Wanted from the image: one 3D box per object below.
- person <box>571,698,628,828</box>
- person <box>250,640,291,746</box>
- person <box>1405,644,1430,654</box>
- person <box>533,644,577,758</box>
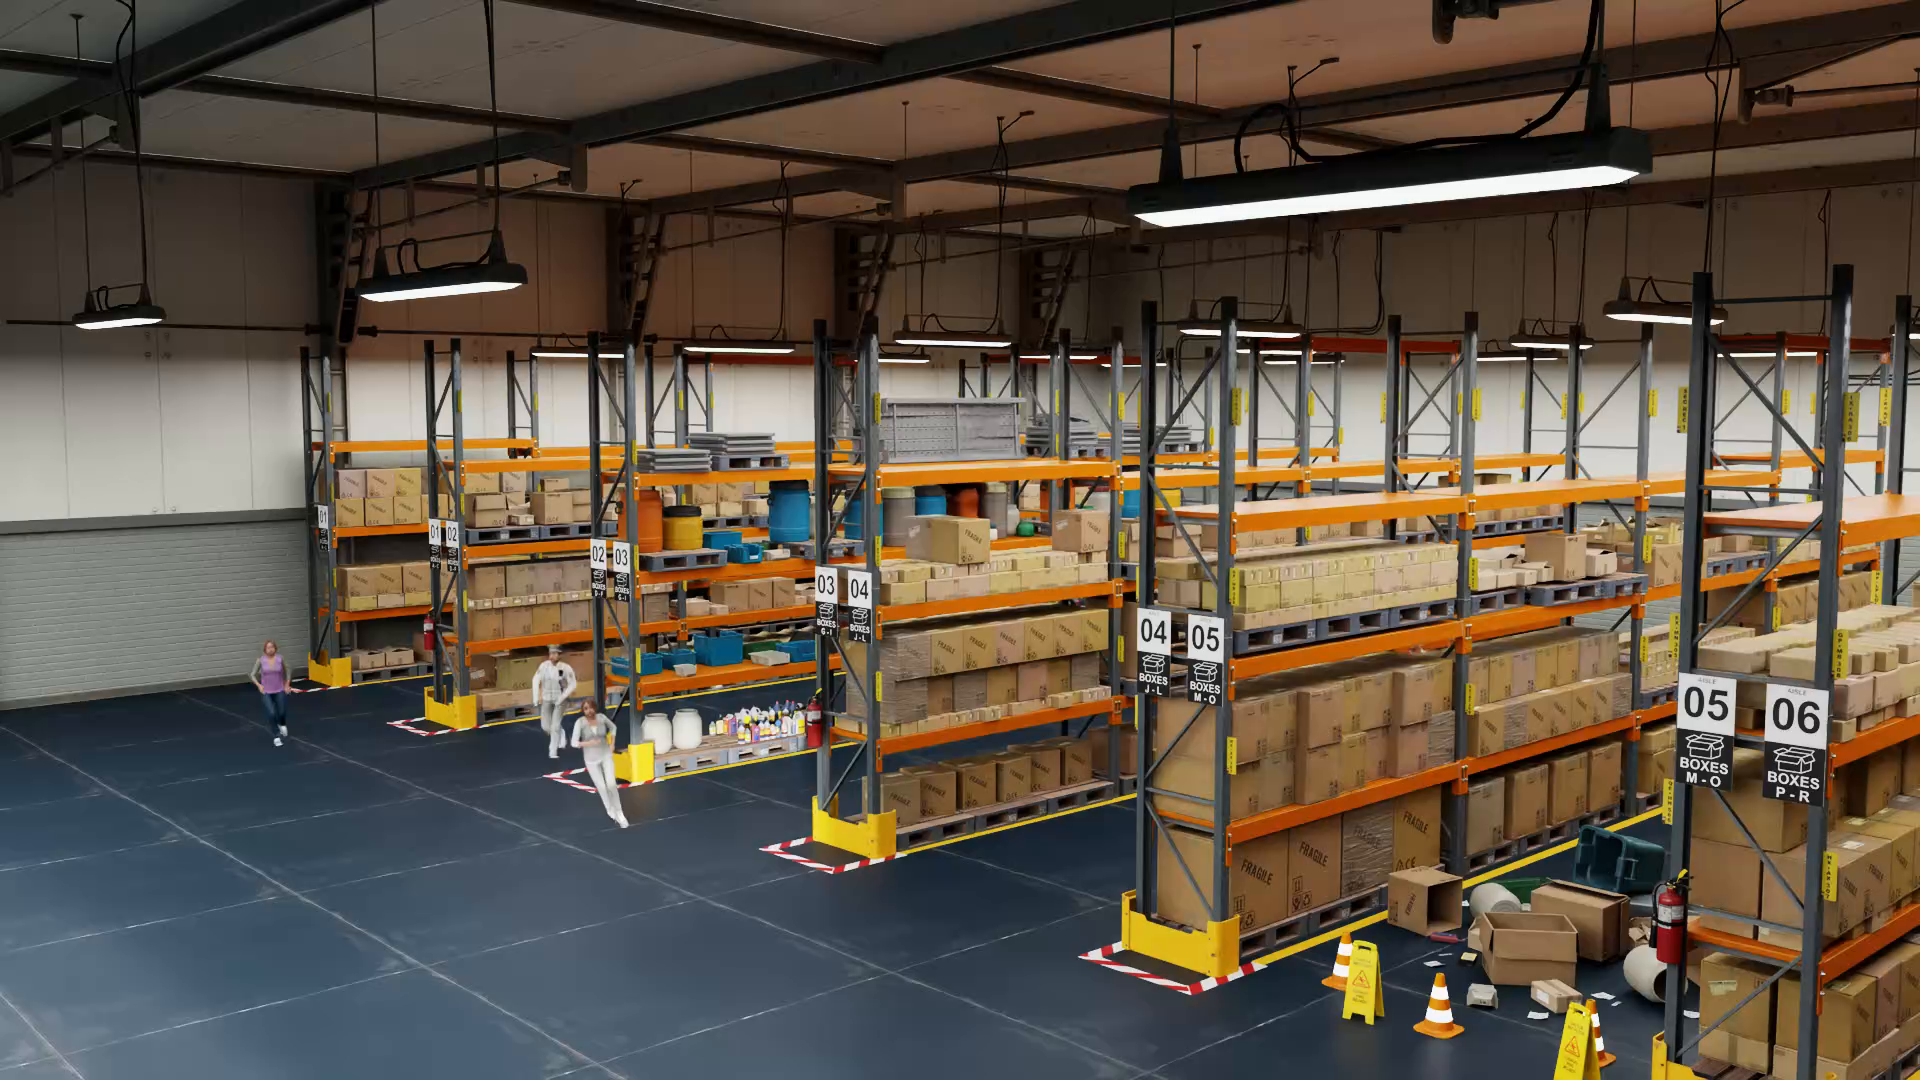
[{"bbox_3d":[-4.313,2.648,19.910,0.648,1.558,0.629,-1,5,-11],"label":"person"},{"bbox_3d":[-10.137,2.242,24.471,0.560,1.562,0.545,-2,6,-24],"label":"person"},{"bbox_3d":[6.533,2.182,23.786,0.770,1.766,0.653,-4,6,-35],"label":"person"},{"bbox_3d":[-5.762,2.268,23.715,0.657,1.639,0.513,1,5,8],"label":"person"}]
